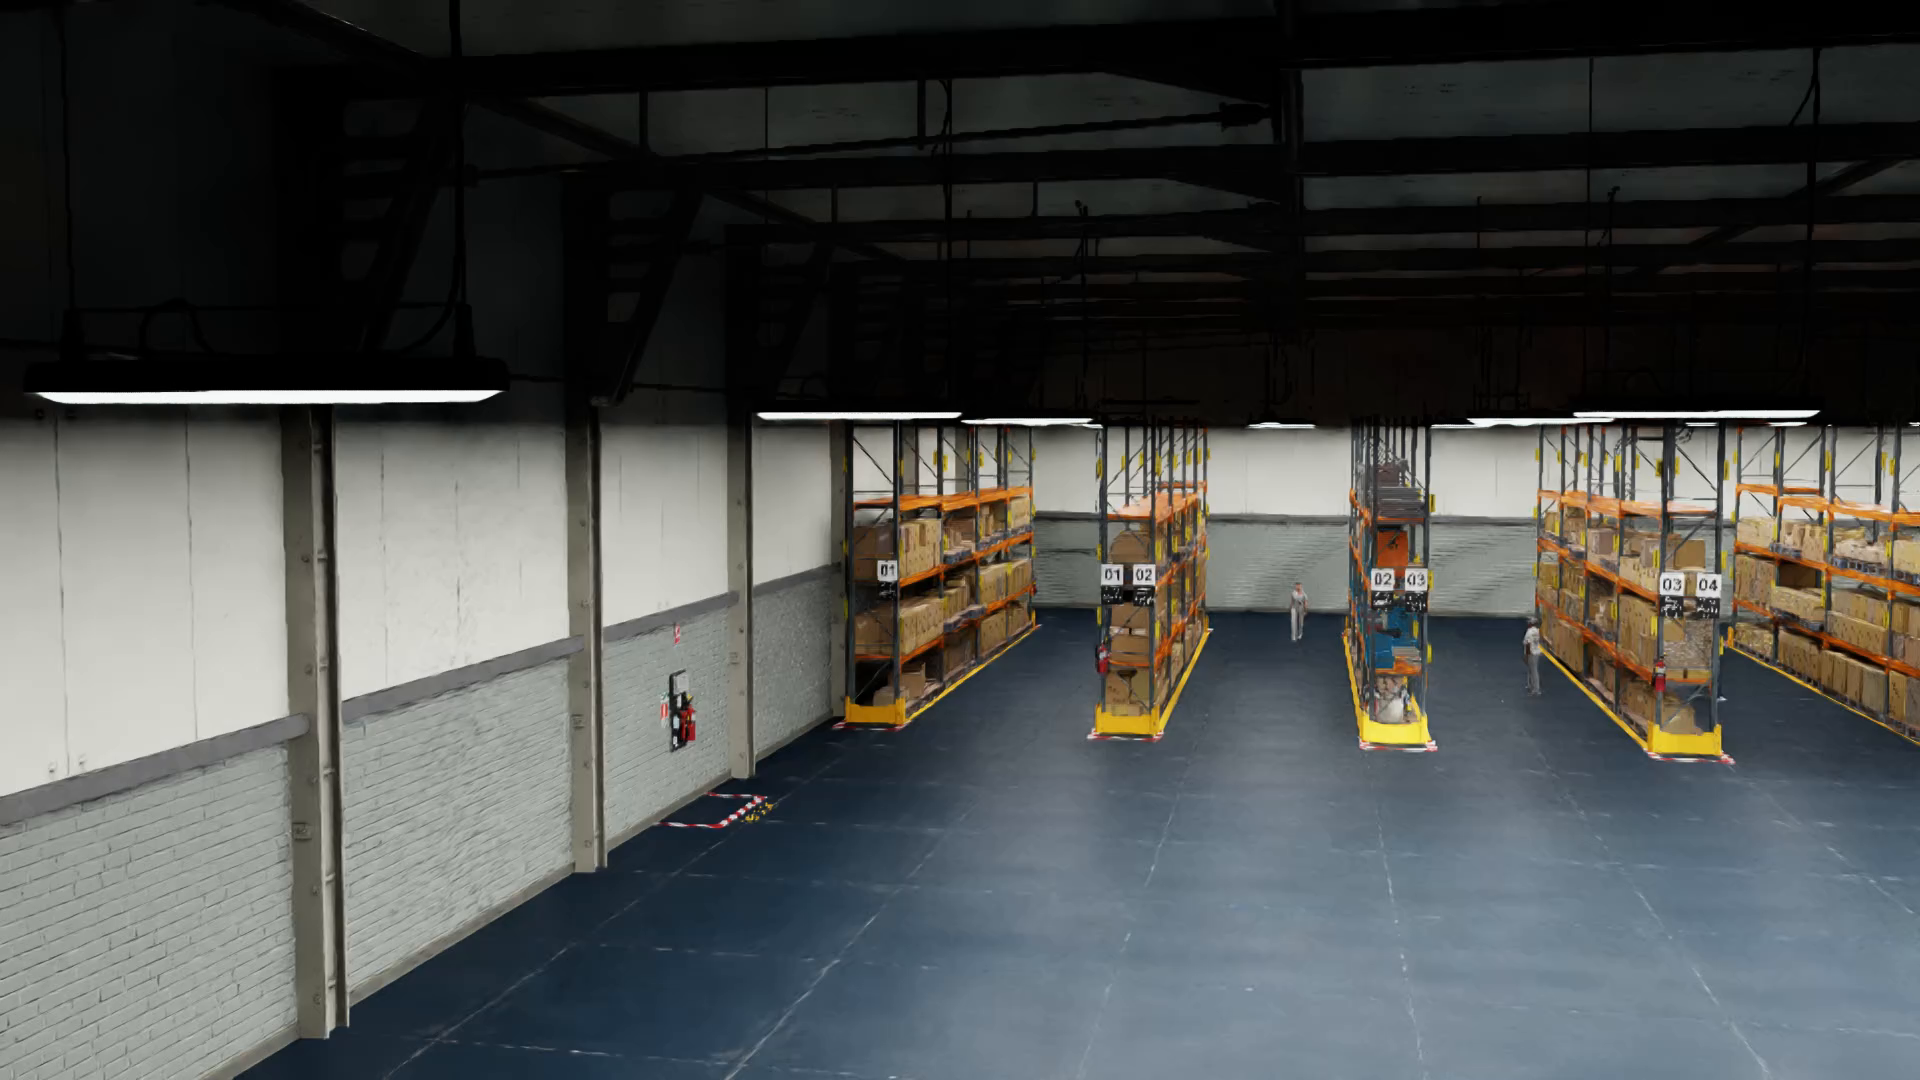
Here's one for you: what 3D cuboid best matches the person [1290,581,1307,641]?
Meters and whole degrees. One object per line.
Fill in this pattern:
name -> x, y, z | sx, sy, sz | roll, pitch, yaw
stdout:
person -> 9.171, 1.914, 45.028 | 0.445, 1.591, 1.110 | 1, 4, 10

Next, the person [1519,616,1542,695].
person -> 12.339, 2.484, 35.938 | 0.561, 1.663, 0.588 | 3, 5, 38

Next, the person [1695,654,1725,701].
person -> 15.835, 2.613, 35.110 | 0.440, 1.506, 1.016 | 0, 4, 2
